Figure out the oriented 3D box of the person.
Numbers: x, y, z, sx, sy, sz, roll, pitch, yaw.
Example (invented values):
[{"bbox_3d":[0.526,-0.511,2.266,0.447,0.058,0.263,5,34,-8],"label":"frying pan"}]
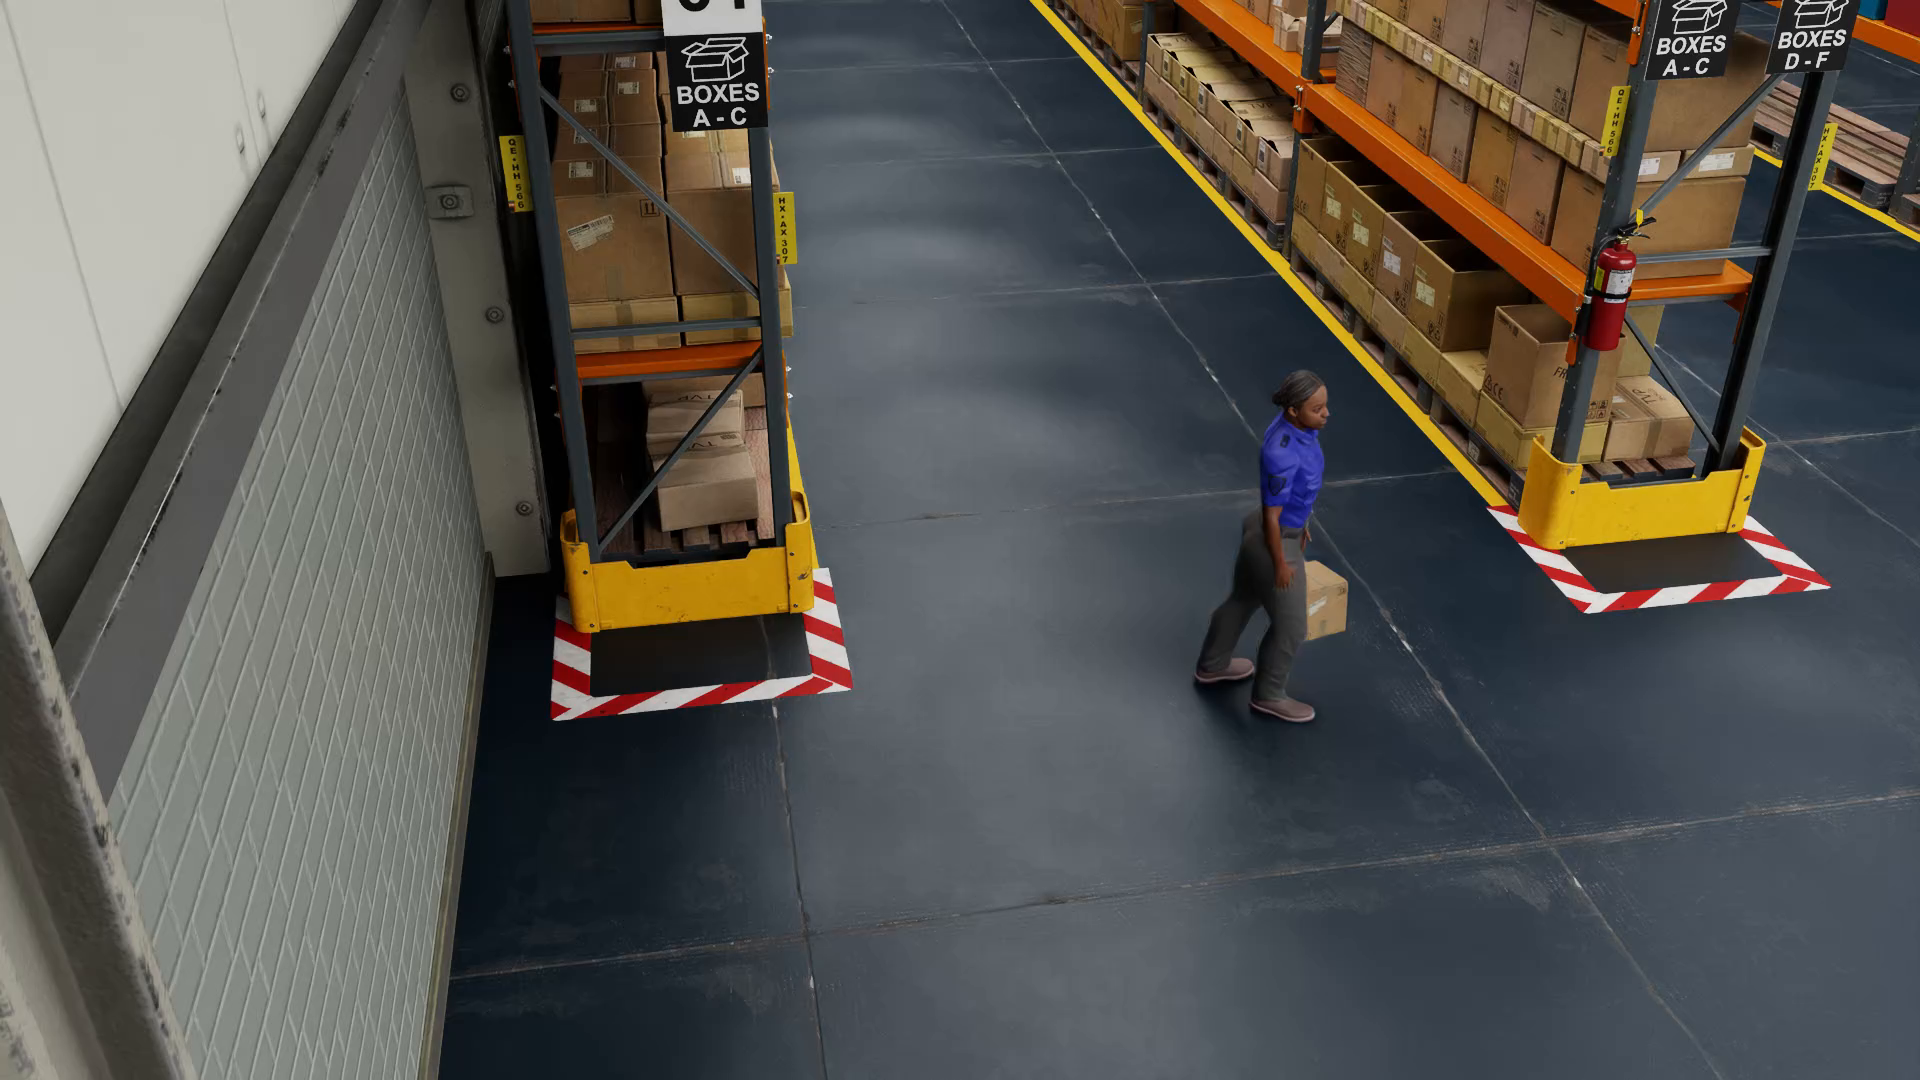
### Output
[{"bbox_3d":[1.332,0.011,7.121,0.555,1.647,0.474,7,32,11],"label":"person"}]
